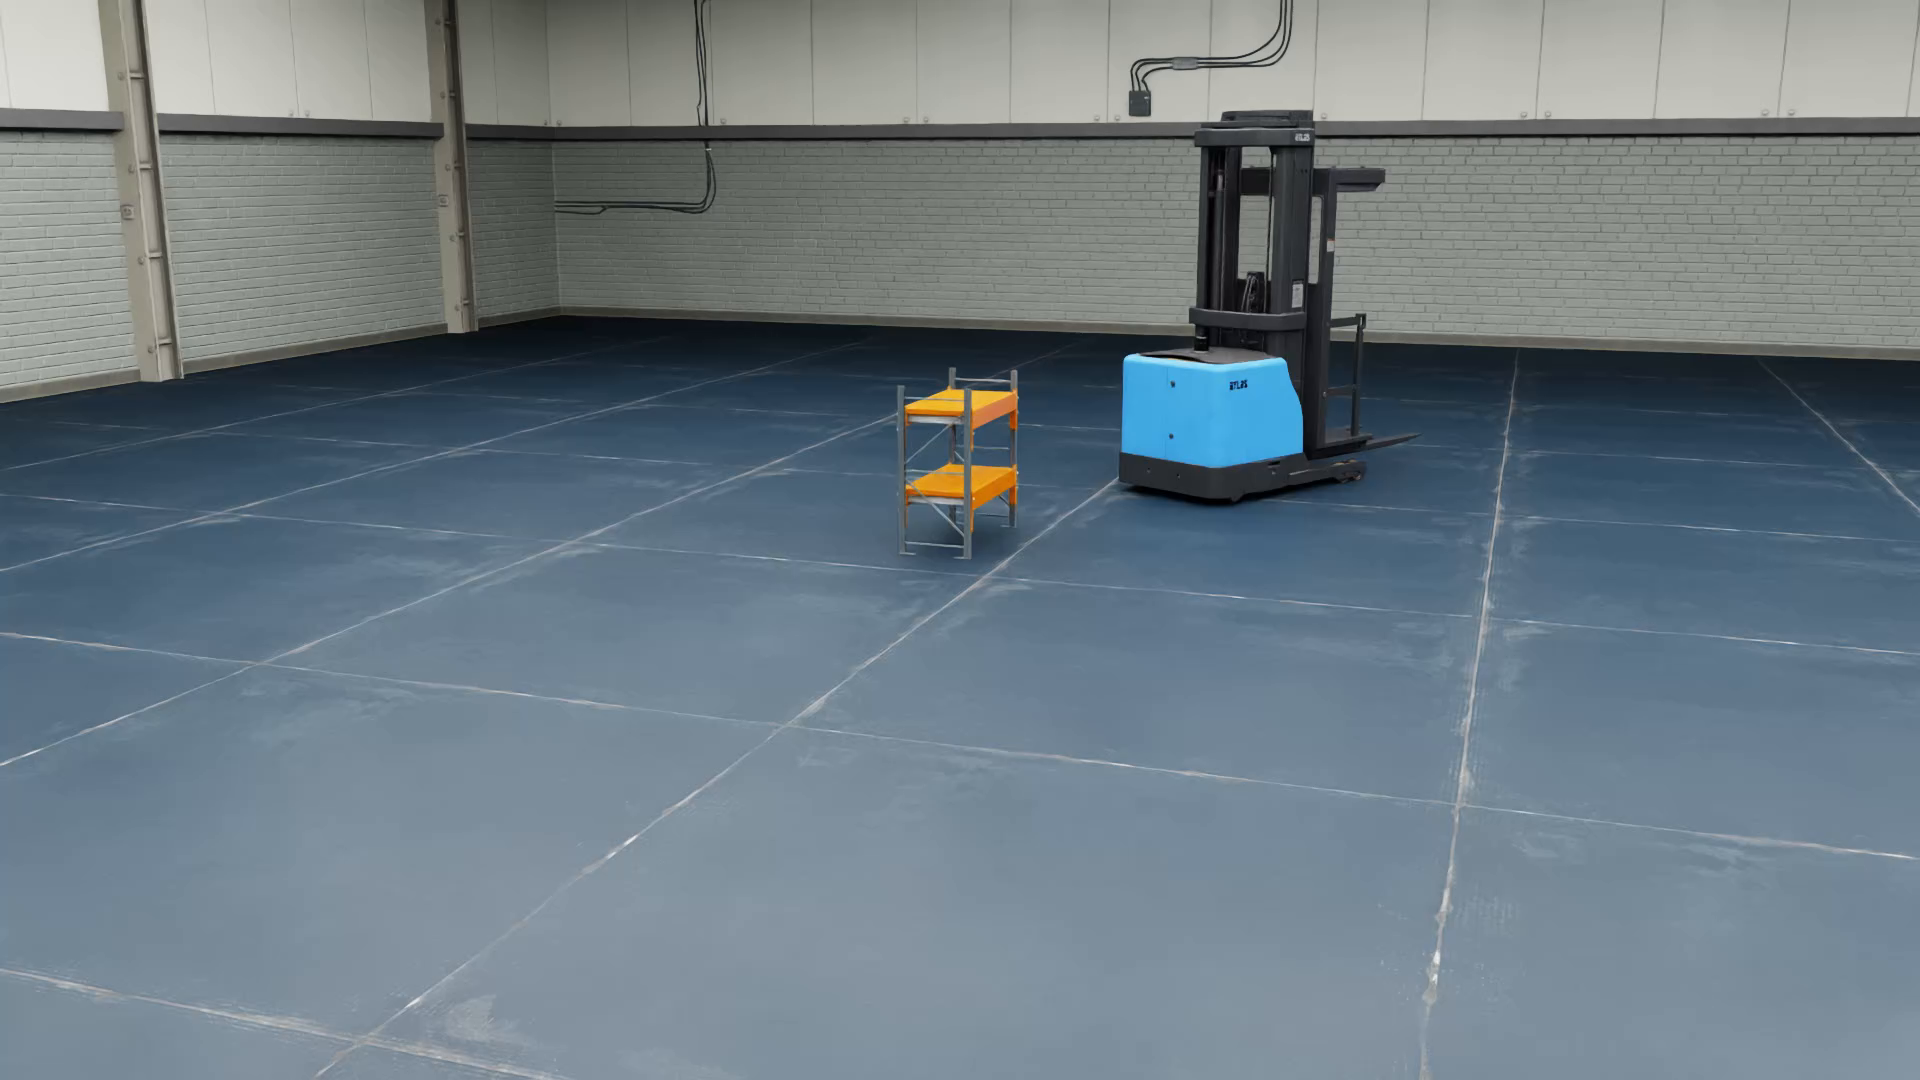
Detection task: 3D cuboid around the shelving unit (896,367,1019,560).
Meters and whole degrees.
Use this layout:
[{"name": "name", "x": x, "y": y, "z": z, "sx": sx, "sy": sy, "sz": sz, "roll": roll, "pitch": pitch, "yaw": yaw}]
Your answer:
[{"name": "shelving unit", "x": -0.002, "y": -0.547, "z": 11.357, "sx": 0.538, "sy": 1.125, "sz": 1.048, "roll": 4, "pitch": 14, "yaw": 18}]

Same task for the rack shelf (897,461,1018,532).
[{"name": "rack shelf", "x": -0.002, "y": -0.309, "z": 11.411, "sx": 0.538, "sy": 0.278, "sz": 1.000, "roll": 4, "pitch": 14, "yaw": 18}]

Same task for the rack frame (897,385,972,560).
[{"name": "rack frame", "x": -0.167, "y": -0.440, "z": 10.888, "sx": 0.500, "sy": 1.125, "sz": 0.032, "roll": 4, "pitch": 14, "yaw": 18}]

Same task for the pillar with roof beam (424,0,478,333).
[{"name": "pillar with roof beam", "x": -3.537, "y": -7.261, "z": 23.077, "sx": 9.100, "sy": 9.000, "sz": 0.400, "roll": 4, "pitch": 14, "yaw": 18}]

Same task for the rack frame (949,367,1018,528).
[{"name": "rack frame", "x": 0.162, "y": -0.654, "z": 11.825, "sx": 0.500, "sy": 1.125, "sz": 0.032, "roll": 4, "pitch": 14, "yaw": 18}]

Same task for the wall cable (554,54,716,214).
[{"name": "wall cable", "x": -5.406, "y": -6.582, "z": 27.081, "sx": 3.097, "sy": 2.526, "sz": 0.112, "roll": 4, "pitch": 14, "yaw": 18}]

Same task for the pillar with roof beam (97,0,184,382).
[{"name": "pillar with roof beam", "x": -5.479, "y": -5.998, "z": 17.542, "sx": 9.100, "sy": 9.000, "sz": 0.400, "roll": 4, "pitch": 14, "yaw": 18}]

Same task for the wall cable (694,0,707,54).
[{"name": "wall cable", "x": -2.847, "y": -8.850, "z": 25.666, "sx": 3.097, "sy": 2.526, "sz": 0.112, "roll": 4, "pitch": 14, "yaw": 18}]

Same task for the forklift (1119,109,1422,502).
[{"name": "forklift", "x": 2.697, "y": -1.970, "z": 13.532, "sx": 3.031, "sy": 2.935, "sz": 1.130, "roll": -11, "pitch": 17, "yaw": -41}]

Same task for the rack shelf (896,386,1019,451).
[{"name": "rack shelf", "x": -0.002, "y": -0.832, "z": 11.291, "sx": 0.538, "sy": 0.278, "sz": 1.000, "roll": 4, "pitch": 14, "yaw": 18}]

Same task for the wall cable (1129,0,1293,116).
[{"name": "wall cable", "x": 3.571, "y": -9.067, "z": 23.348, "sx": 2.305, "sy": 6.003, "sz": 0.169, "roll": 4, "pitch": 14, "yaw": 18}]
